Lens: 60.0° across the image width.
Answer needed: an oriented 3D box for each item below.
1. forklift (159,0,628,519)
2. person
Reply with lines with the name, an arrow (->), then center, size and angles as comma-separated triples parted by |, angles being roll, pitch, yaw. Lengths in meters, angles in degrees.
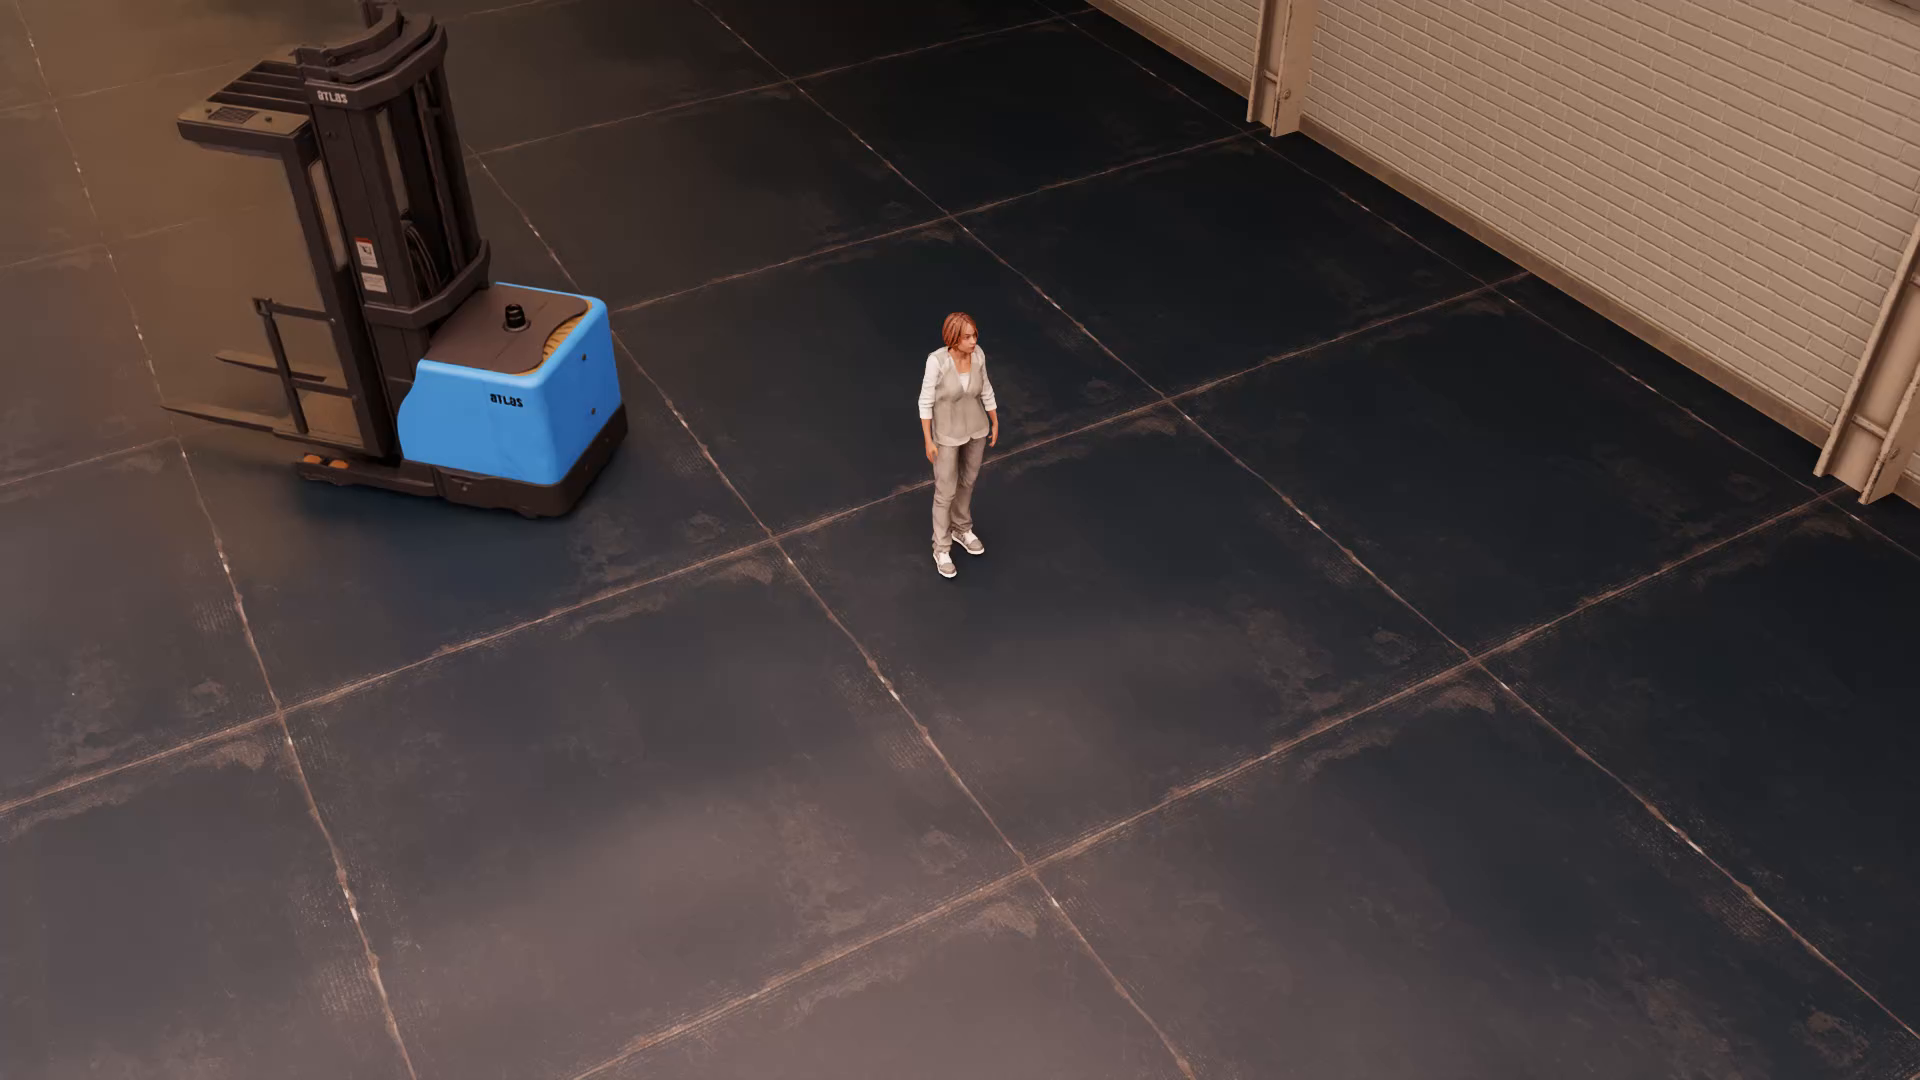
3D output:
forklift -> -3.788, -1.793, 10.197 | 3.031, 2.935, 1.130 | 10, 41, 12
person -> 0.025, -0.575, 9.763 | 0.521, 1.596, 0.475 | -20, 44, -23
